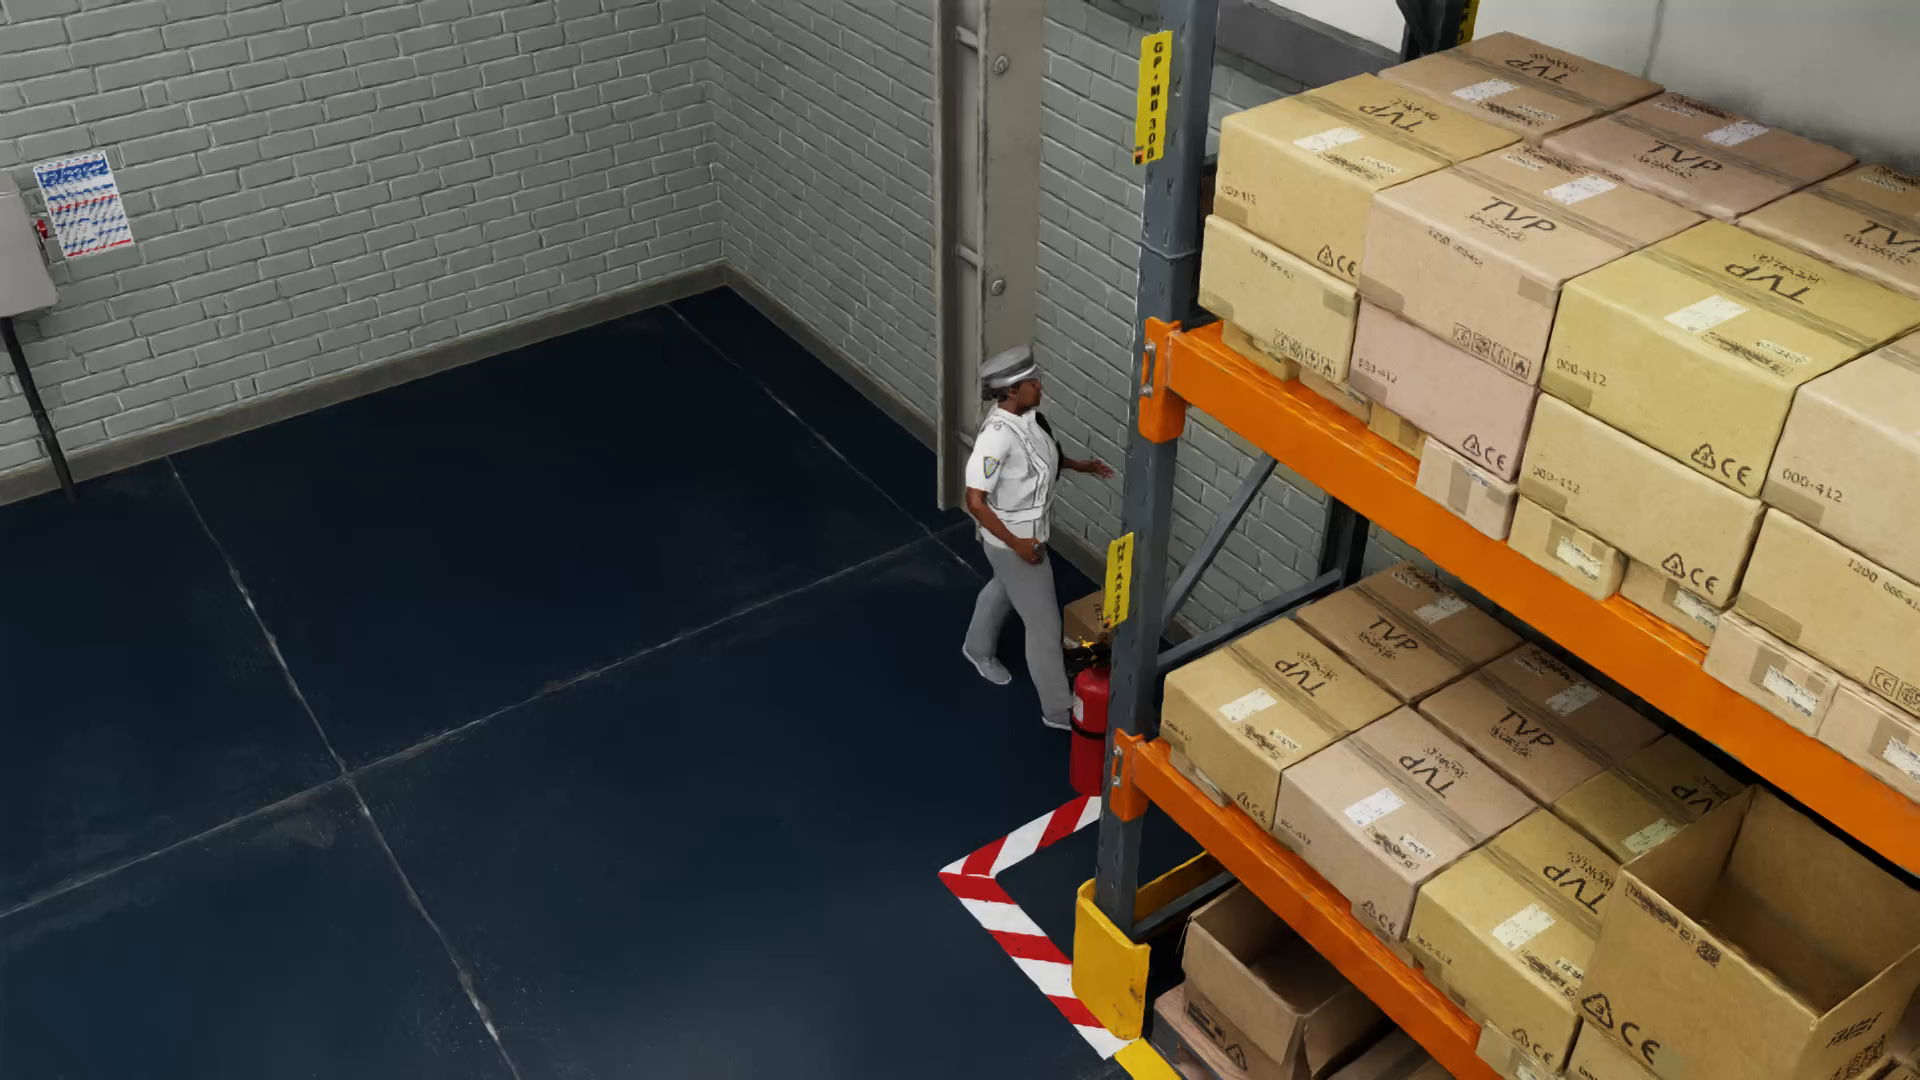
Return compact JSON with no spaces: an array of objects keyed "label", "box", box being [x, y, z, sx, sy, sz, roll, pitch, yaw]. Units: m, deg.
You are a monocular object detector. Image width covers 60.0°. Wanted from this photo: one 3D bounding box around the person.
[{"label":"person","box":[0.351,-0.003,7.013,0.725,1.702,0.691,7,37,10]}]
